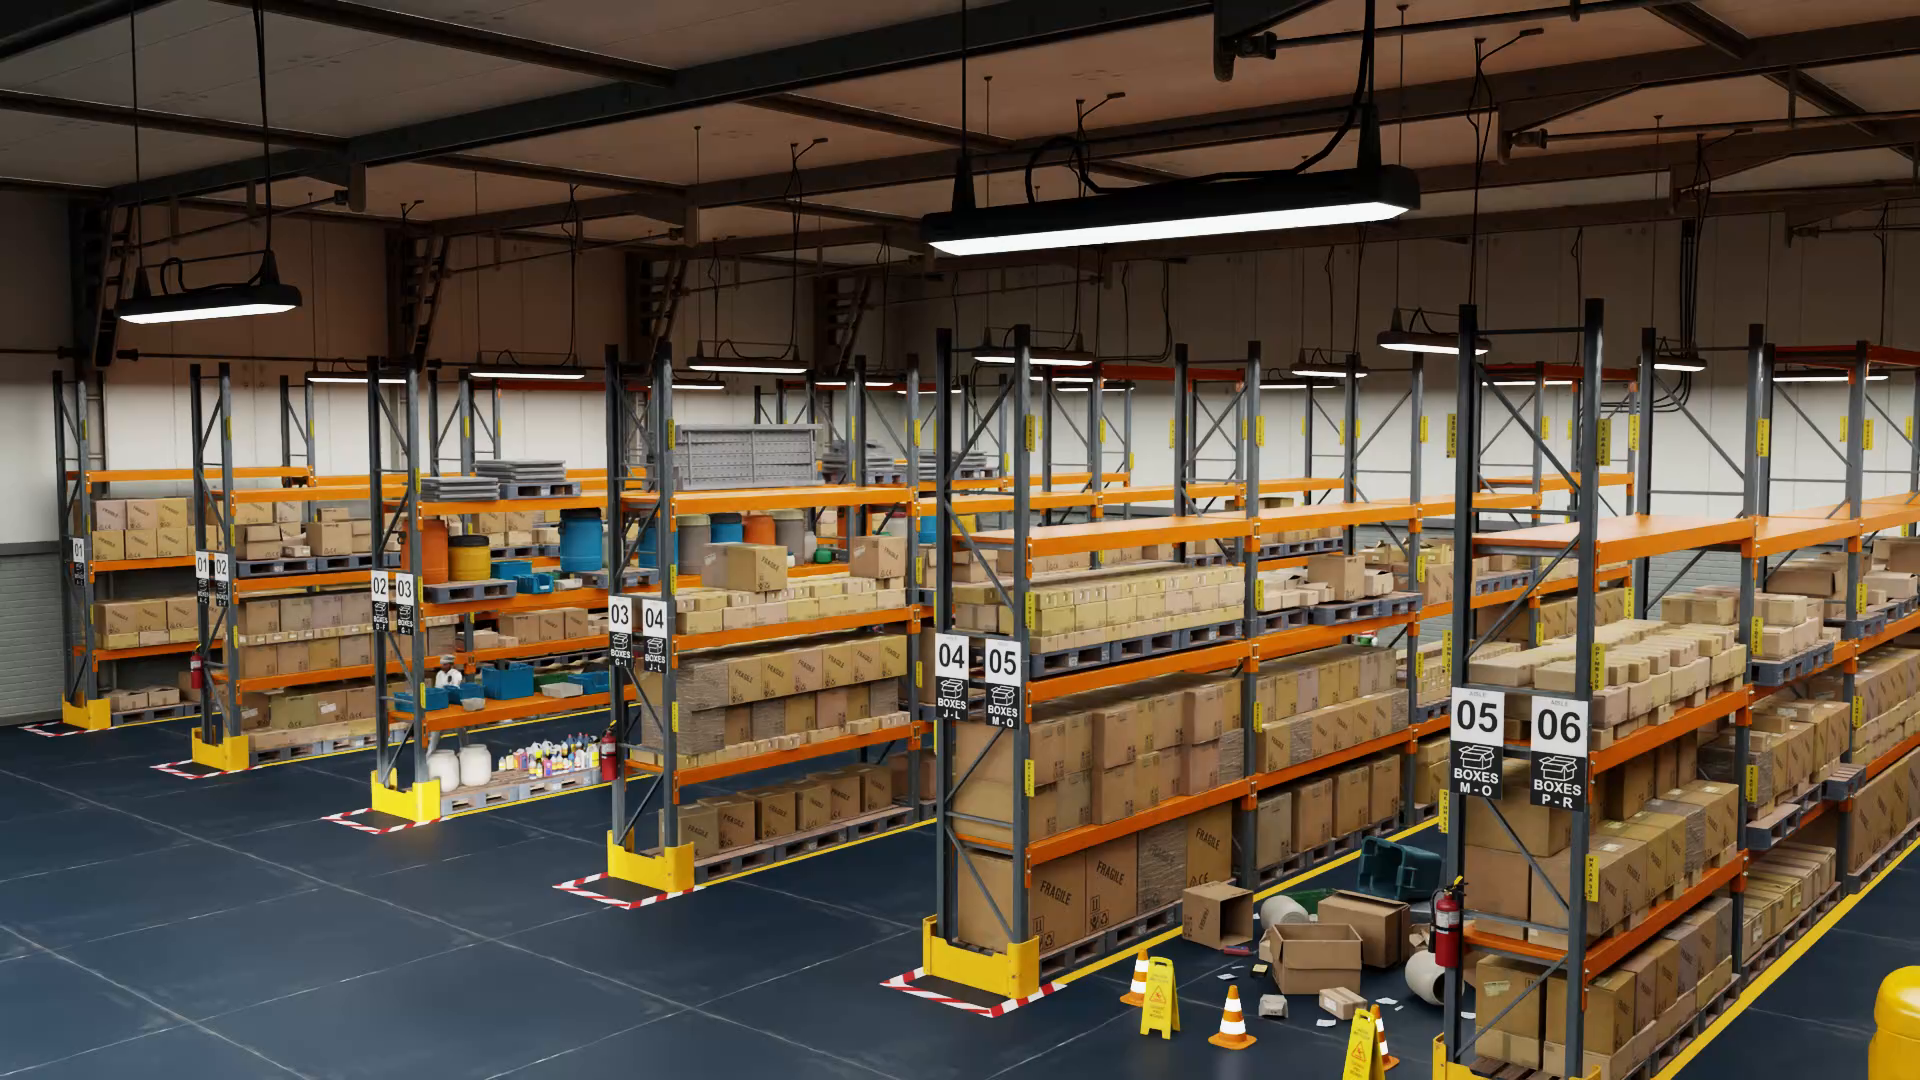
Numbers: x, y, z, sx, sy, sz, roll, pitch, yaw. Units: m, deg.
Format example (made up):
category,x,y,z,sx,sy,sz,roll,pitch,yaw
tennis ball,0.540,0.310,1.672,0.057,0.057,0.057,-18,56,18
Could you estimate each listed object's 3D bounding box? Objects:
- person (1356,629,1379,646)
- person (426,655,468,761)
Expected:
category,x,y,z,sx,sy,sz,roll,pitch,yaw
person,8.014,1.907,32.959,1.133,1.733,0.563,-2,4,-21
person,-7.752,2.523,25.082,0.482,1.612,1.020,1,4,7
